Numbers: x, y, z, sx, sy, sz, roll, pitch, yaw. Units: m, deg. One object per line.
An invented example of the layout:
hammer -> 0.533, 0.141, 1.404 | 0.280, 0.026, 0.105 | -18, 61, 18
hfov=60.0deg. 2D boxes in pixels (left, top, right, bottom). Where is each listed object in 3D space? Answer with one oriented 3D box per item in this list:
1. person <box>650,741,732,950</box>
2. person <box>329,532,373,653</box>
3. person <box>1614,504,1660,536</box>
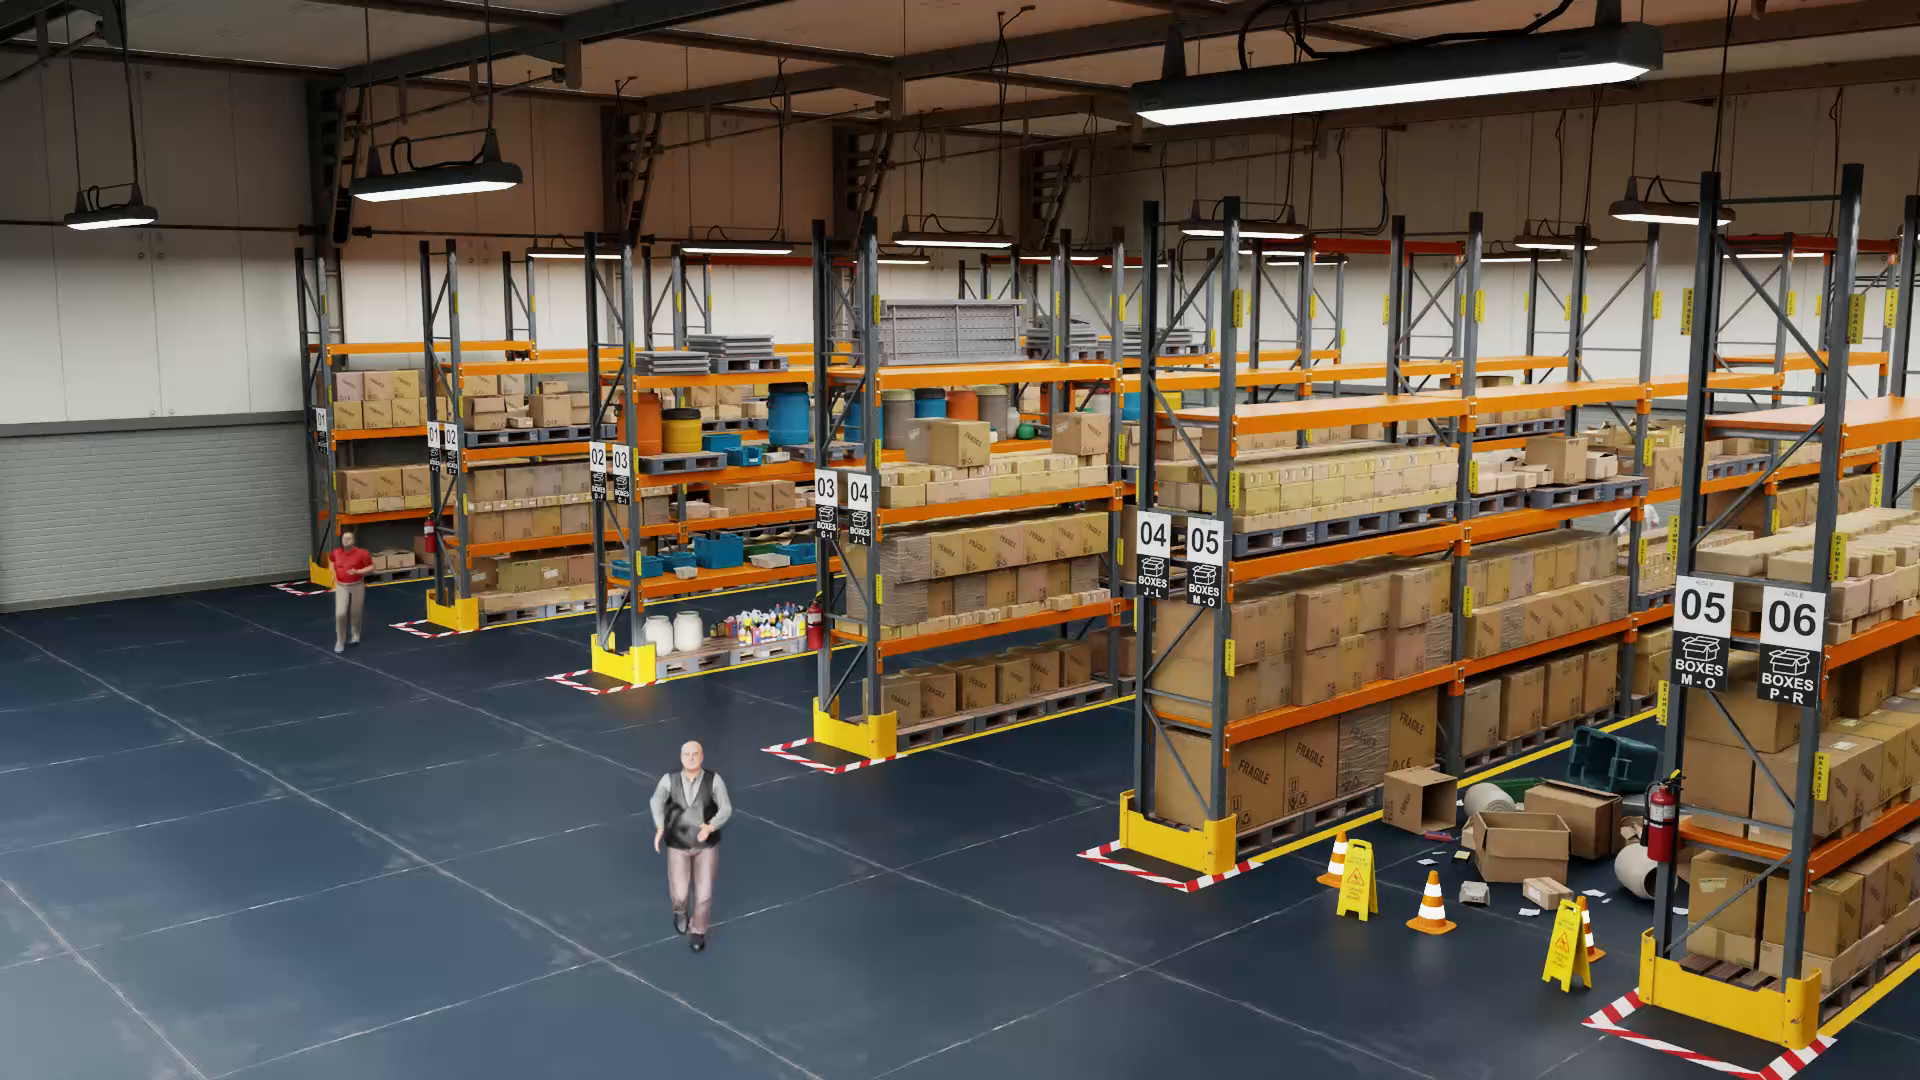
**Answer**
person -> -2.122, 2.428, 13.124 | 0.645, 1.682, 0.566 | -1, 8, -8
person -> -8.941, 0.759, 24.444 | 0.644, 1.789, 0.724 | -2, 9, -13
person -> 12.031, 0.031, 29.465 | 0.692, 1.806, 0.744 | -2, 9, -11
